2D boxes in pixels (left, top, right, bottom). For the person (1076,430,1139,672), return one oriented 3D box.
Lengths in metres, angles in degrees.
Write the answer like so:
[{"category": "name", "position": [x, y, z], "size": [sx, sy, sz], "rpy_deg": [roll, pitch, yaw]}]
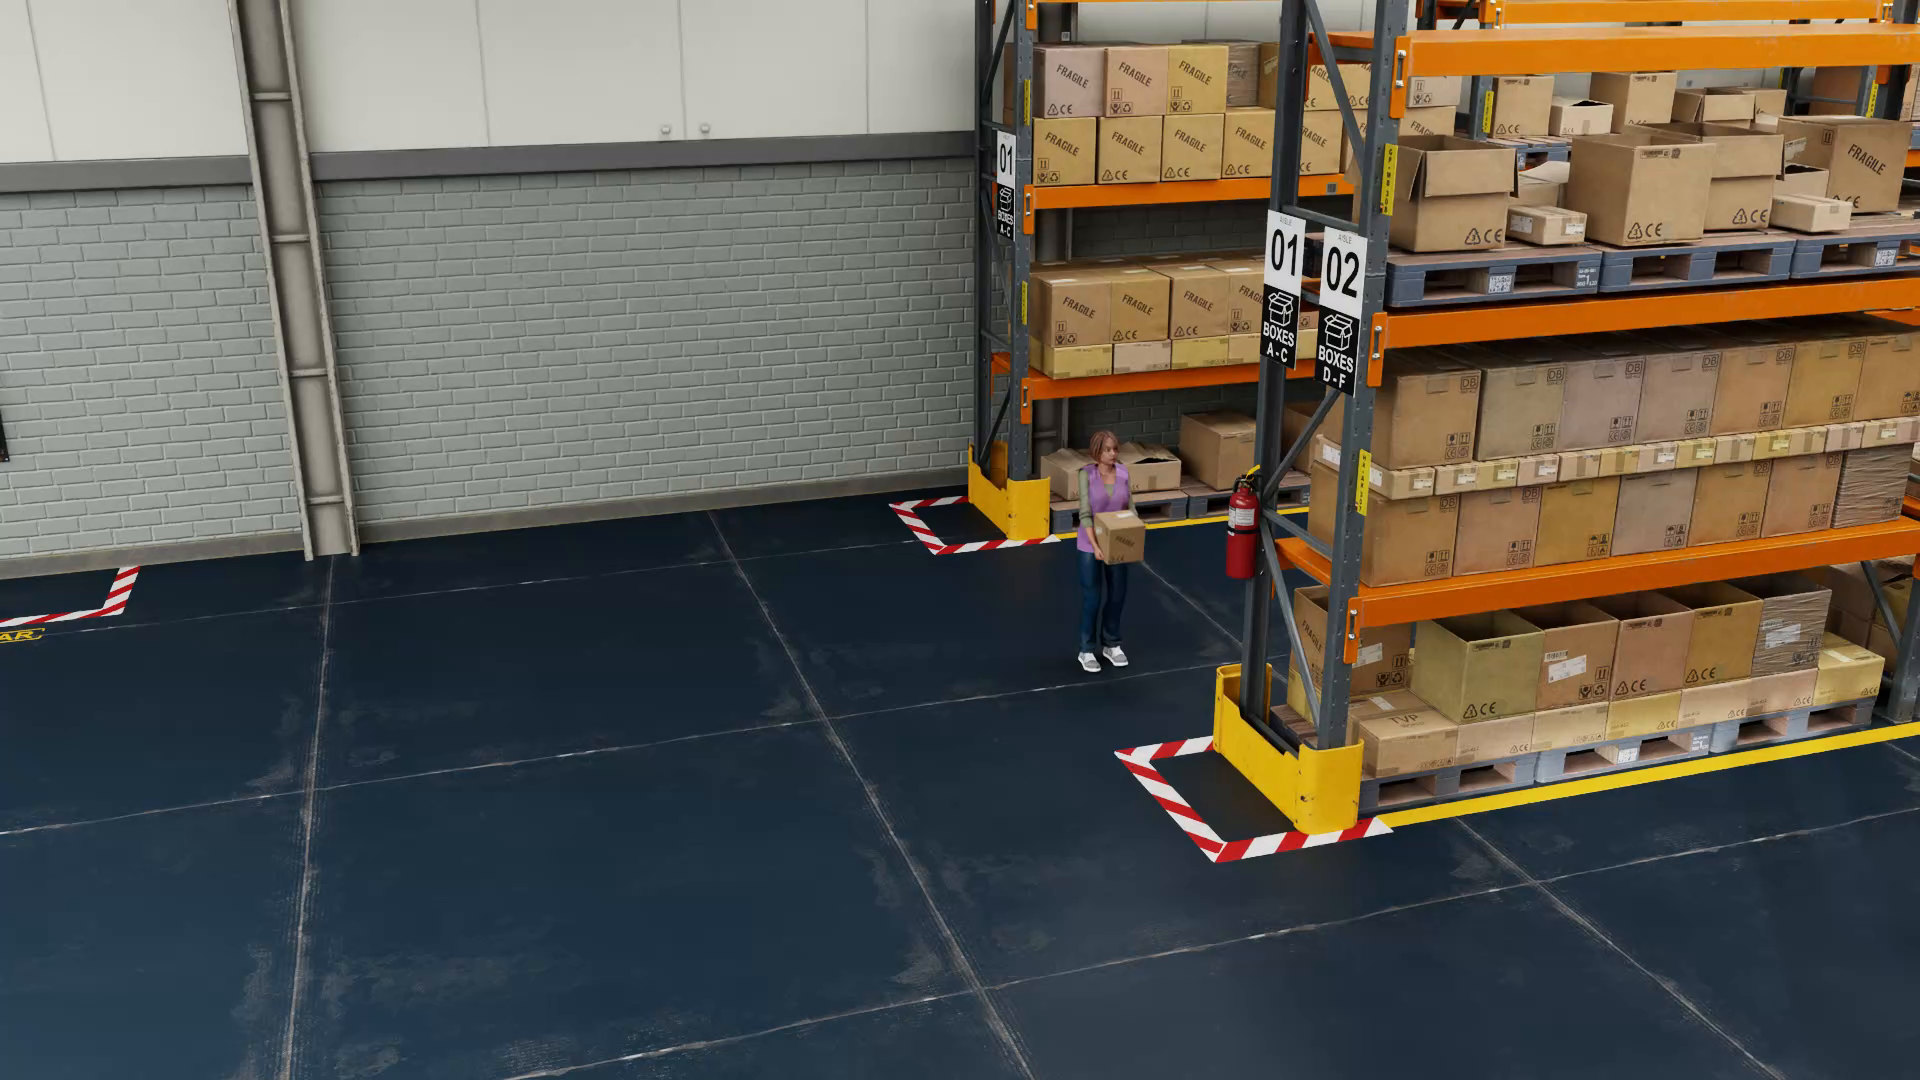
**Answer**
[{"category": "person", "position": [0.967, 0.089, 10.840], "size": [0.407, 1.588, 0.496], "rpy_deg": [-6, 20, -17]}]
